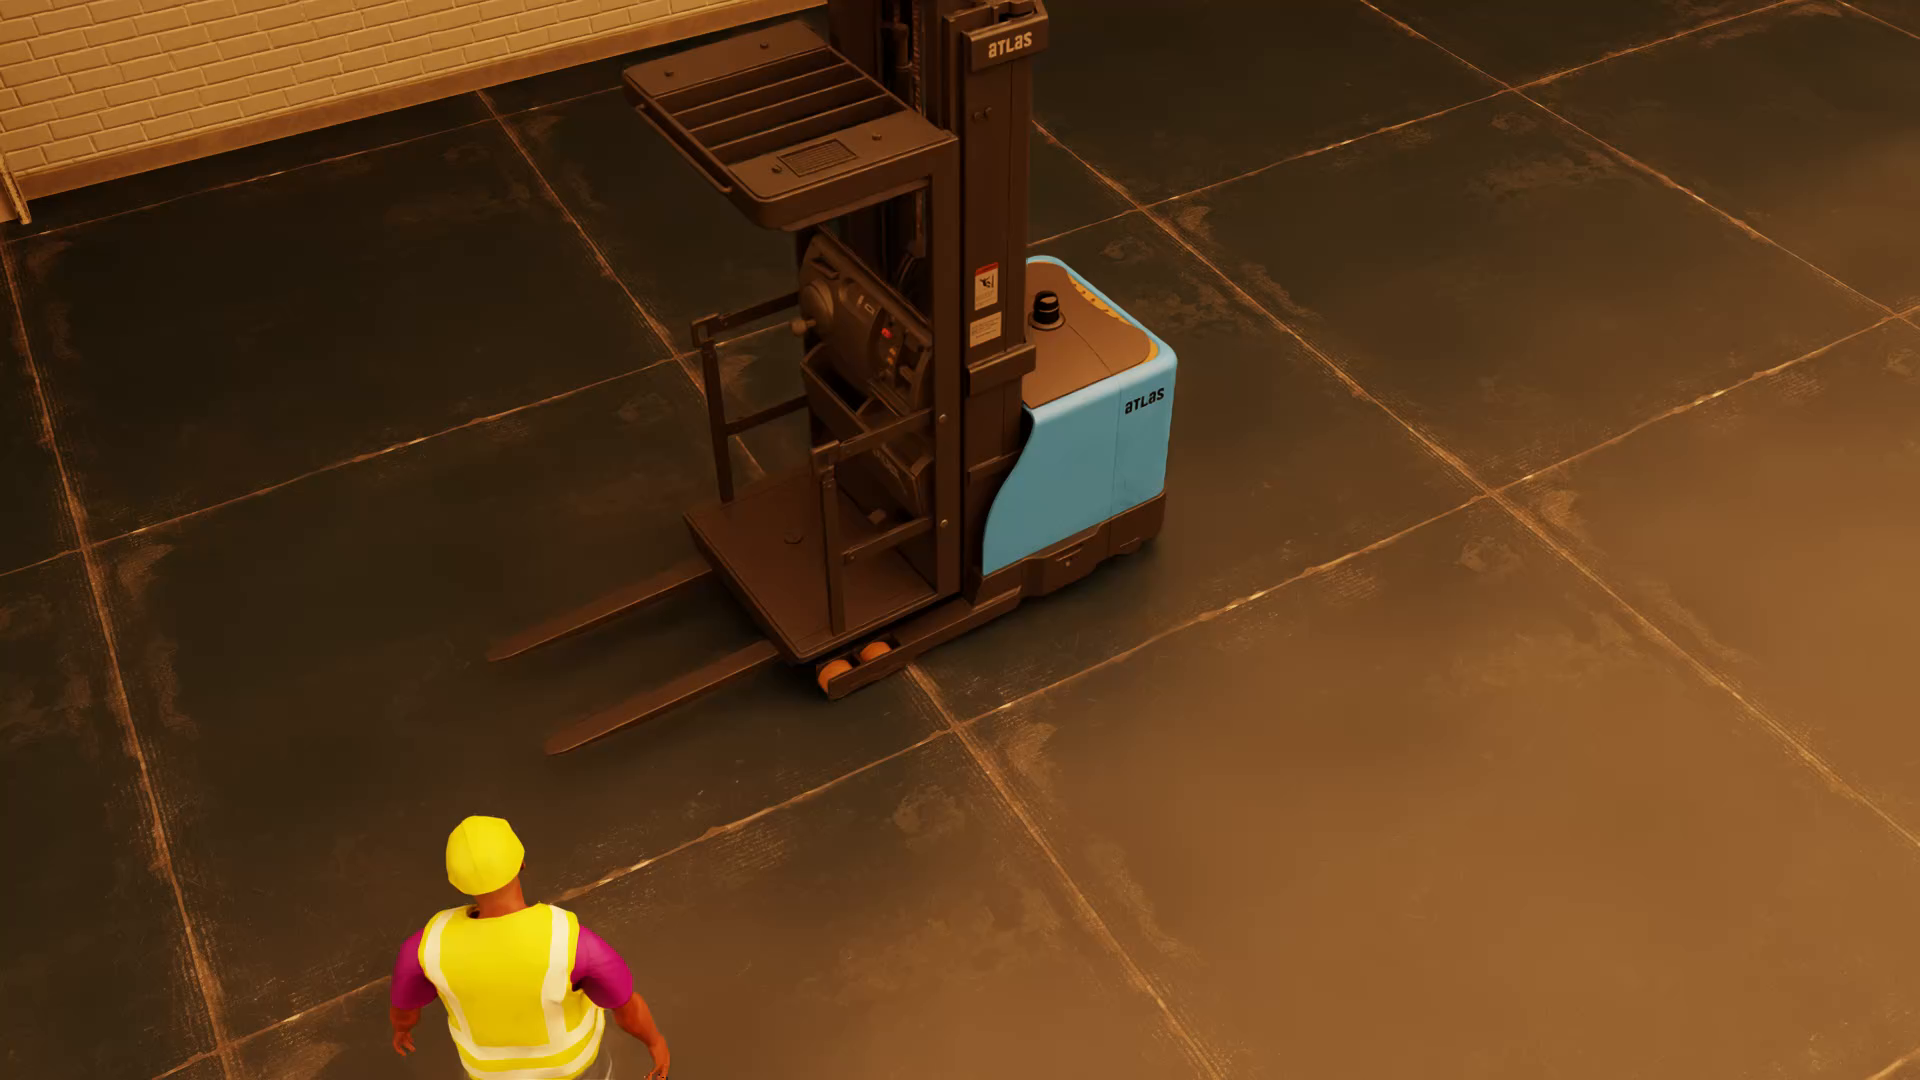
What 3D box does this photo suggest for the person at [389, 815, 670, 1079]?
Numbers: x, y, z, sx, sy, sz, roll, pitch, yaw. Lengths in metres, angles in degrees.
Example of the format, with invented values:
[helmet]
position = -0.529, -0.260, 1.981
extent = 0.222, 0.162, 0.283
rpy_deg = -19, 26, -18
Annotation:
[person]
position = -1.298, 1.451, 5.011
extent = 0.831, 1.738, 0.425
rpy_deg = -3, 43, -3

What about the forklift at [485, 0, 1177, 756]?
[forklift]
position = -0.559, -0.810, 6.572
extent = 3.031, 2.935, 1.130
rpy_deg = -24, 48, -24
